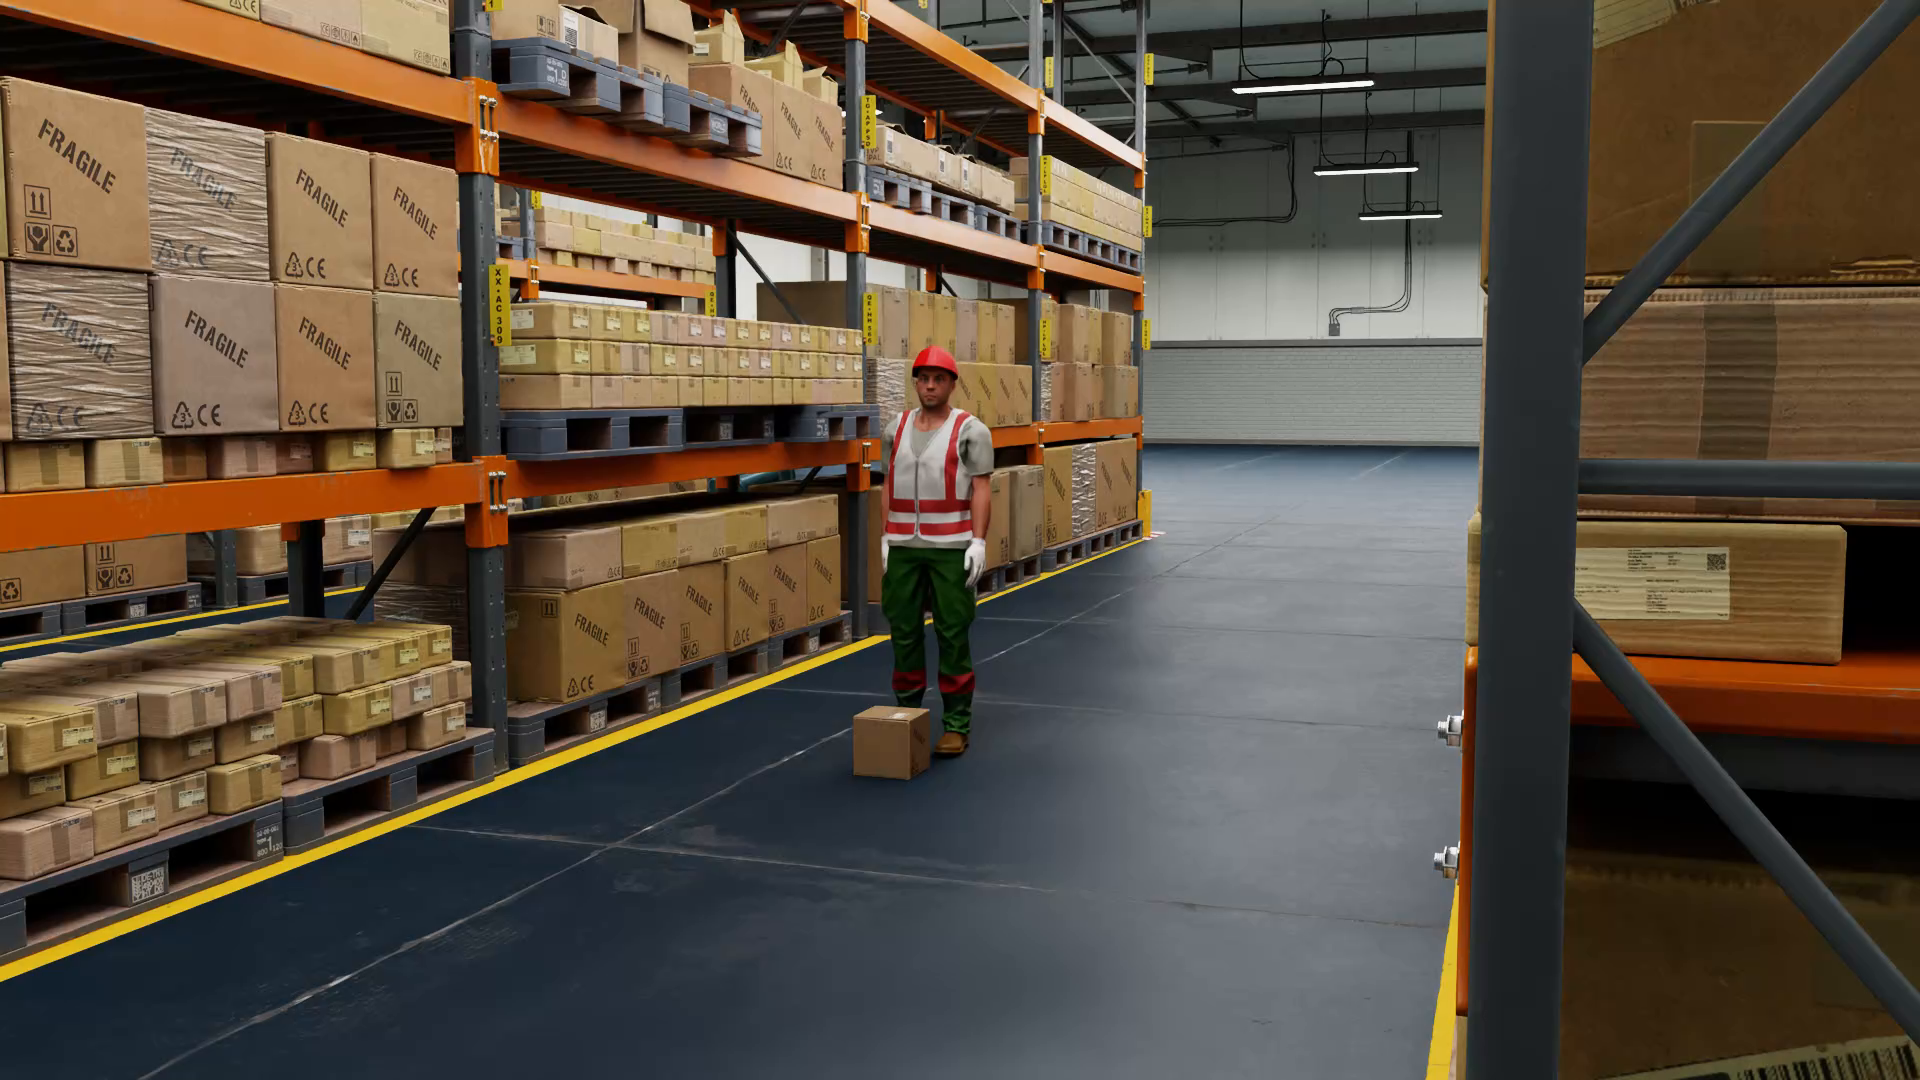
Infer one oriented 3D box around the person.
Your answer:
[{"bbox_3d":[-0.122,0.048,7.329,0.525,1.806,0.349,2,5,20],"label":"person"}]
